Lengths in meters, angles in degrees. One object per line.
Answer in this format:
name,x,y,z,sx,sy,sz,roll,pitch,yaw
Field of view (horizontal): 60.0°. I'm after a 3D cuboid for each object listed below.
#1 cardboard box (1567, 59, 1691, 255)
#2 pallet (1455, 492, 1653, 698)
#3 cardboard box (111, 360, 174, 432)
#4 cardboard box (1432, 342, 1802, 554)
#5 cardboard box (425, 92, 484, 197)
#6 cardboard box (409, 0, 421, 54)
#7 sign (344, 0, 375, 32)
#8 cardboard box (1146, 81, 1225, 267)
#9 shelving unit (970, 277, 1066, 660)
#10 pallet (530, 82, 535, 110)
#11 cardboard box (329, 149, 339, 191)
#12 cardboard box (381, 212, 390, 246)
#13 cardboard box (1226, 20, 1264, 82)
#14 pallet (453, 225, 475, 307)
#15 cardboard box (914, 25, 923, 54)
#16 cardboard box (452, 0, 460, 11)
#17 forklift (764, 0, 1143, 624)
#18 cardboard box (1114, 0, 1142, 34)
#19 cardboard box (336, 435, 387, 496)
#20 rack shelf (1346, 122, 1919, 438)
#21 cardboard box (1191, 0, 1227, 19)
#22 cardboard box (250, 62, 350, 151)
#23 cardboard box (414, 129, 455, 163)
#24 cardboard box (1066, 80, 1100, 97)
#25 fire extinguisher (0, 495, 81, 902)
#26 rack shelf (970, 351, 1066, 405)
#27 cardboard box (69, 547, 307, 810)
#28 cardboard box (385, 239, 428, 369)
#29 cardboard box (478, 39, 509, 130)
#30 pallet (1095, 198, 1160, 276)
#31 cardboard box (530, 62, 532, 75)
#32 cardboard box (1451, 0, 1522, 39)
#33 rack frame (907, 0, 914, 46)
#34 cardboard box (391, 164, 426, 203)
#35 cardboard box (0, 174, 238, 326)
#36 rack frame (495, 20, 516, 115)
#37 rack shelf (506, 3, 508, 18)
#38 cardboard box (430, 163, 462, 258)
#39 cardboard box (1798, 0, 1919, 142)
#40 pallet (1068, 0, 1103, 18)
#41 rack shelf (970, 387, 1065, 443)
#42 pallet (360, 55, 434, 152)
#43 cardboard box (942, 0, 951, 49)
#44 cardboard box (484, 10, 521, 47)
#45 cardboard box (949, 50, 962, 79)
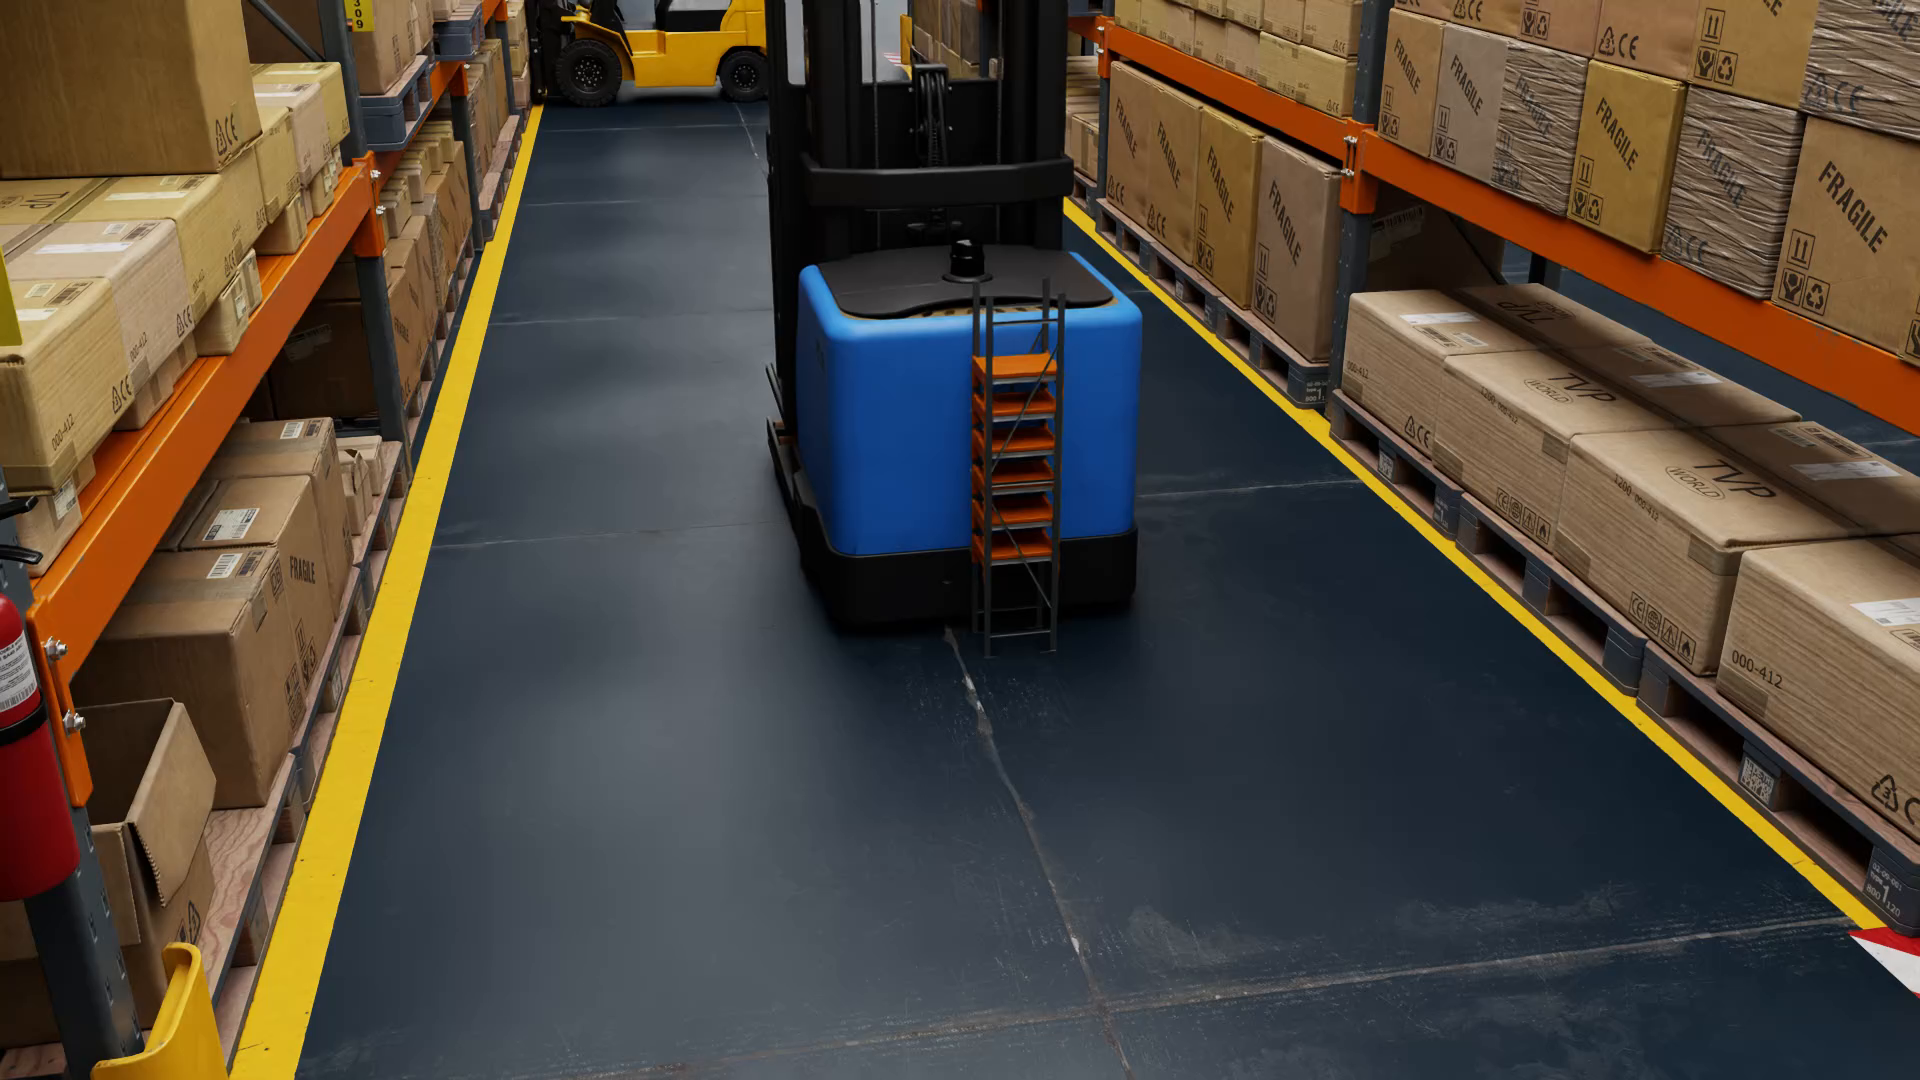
cardboard box,2.248,-1.189,5.099,0.500,0.500,0.500,-4,24,-8
pallet,2.441,0.120,5.712,1.003,0.211,1.213,-4,24,-10
cardboard box,-1.942,-0.337,3.589,0.380,0.149,0.250,-4,24,-8
cardboard box,2.325,-0.355,5.992,0.875,0.438,0.875,-5,24,-11
cardboard box,-3.571,-2.499,10.666,0.875,0.625,0.625,-4,24,-8
cardboard box,-2.609,-2.281,7.367,0.396,0.266,0.258,-3,24,-7
sign,-2.197,-2.015,6.034,0.100,0.325,0.005,-4,24,-10
cardboard box,1.616,-2.107,9.456,0.875,0.875,0.875,-4,24,-9
shelving unit,0.176,-0.210,5.231,0.258,1.200,0.189,-5,24,-11
pallet,-4.543,-4.241,15.696,1.003,0.211,1.213,-4,24,-10
cardboard box,-2.352,-1.252,5.683,0.380,0.149,0.250,-4,24,-8
cardboard box,-2.784,-1.390,7.473,0.380,0.149,0.250,-5,24,-11
cardboard box,1.650,-2.433,8.261,0.500,0.250,0.500,-5,24,-11
pallet,-3.368,-1.574,9.590,1.003,0.211,1.213,-4,24,-10
cardboard box,-0.193,-5.258,17.453,0.500,0.250,0.500,-5,24,-10
cardboard box,-2.970,-2.996,9.150,0.380,0.149,0.250,-4,24,-9
forklift,-0.202,-1.631,6.322,1.130,2.935,3.031,-5,24,-11
cardboard box,1.252,-3.237,10.102,0.500,0.250,0.500,-5,24,-11
cardboard box,-2.337,-0.264,6.143,0.380,0.149,0.250,-5,24,-11
rack shelf,2.518,-0.827,5.296,1.077,0.370,4.000,-4,24,-10
cardboard box,1.515,-2.859,8.611,0.500,0.250,0.500,-4,24,-9
cardboard box,-2.395,-1.460,5.661,0.500,0.250,0.500,-4,24,-8
cardboard box,-3.048,-2.212,9.355,0.380,0.149,0.250,-6,24,-12
cardboard box,1.035,-3.317,12.855,0.950,0.372,0.625,-4,24,-8
fire extinguisher,-1.508,0.228,2.542,0.296,0.674,0.183,-4,24,-10
rack shelf,0.176,-0.499,5.105,0.258,0.103,0.180,-5,24,-11
cardboard box,-2.129,0.365,4.265,0.700,0.500,0.500,-3,24,-8
cardboard box,-2.706,-1.037,7.476,0.500,0.500,0.500,-5,24,-10
cardboard box,-4.101,-3.621,13.236,0.875,0.625,0.625,-3,24,-7
pallet,1.480,-1.924,10.391,1.003,0.211,1.213,-4,24,-10
cardboard box,-4.266,-4.470,15.647,0.500,0.250,0.500,-4,24,-8
cardboard box,2.086,-2.043,5.807,0.500,0.500,0.500,-5,24,-10
rack frame,-0.071,-6.664,17.760,1.000,3.000,0.127,-4,24,-10
cardboard box,-2.911,-1.793,8.396,0.380,0.149,0.250,-5,24,-12
cardboard box,-1.999,-0.665,3.841,0.500,0.250,0.500,-5,24,-11
rack frame,-4.208,-4.722,13.313,1.000,3.000,0.127,-4,24,-10
rack shelf,-4.578,-5.179,15.258,1.077,0.370,4.000,-4,24,-10
cardboard box,-3.097,-1.847,9.330,0.500,0.500,0.500,-5,24,-11
cardboard box,2.439,-1.250,3.990,0.500,0.500,0.500,-4,24,-10
pallet,1.172,-3.702,11.217,1.213,0.211,1.003,-4,24,-10
rack shelf,0.176,-0.389,5.153,0.258,0.103,0.180,-5,24,-11
pallet,-2.770,-1.809,6.885,1.003,0.211,1.213,-4,24,-10
cardboard box,0.105,-4.980,15.878,0.500,0.500,0.500,-3,24,-7
cardboard box,-3.989,-4.326,14.068,0.500,0.250,0.500,-5,24,-11
cardboard box,0.187,-4.444,15.589,0.500,0.250,0.500,-5,24,-11
